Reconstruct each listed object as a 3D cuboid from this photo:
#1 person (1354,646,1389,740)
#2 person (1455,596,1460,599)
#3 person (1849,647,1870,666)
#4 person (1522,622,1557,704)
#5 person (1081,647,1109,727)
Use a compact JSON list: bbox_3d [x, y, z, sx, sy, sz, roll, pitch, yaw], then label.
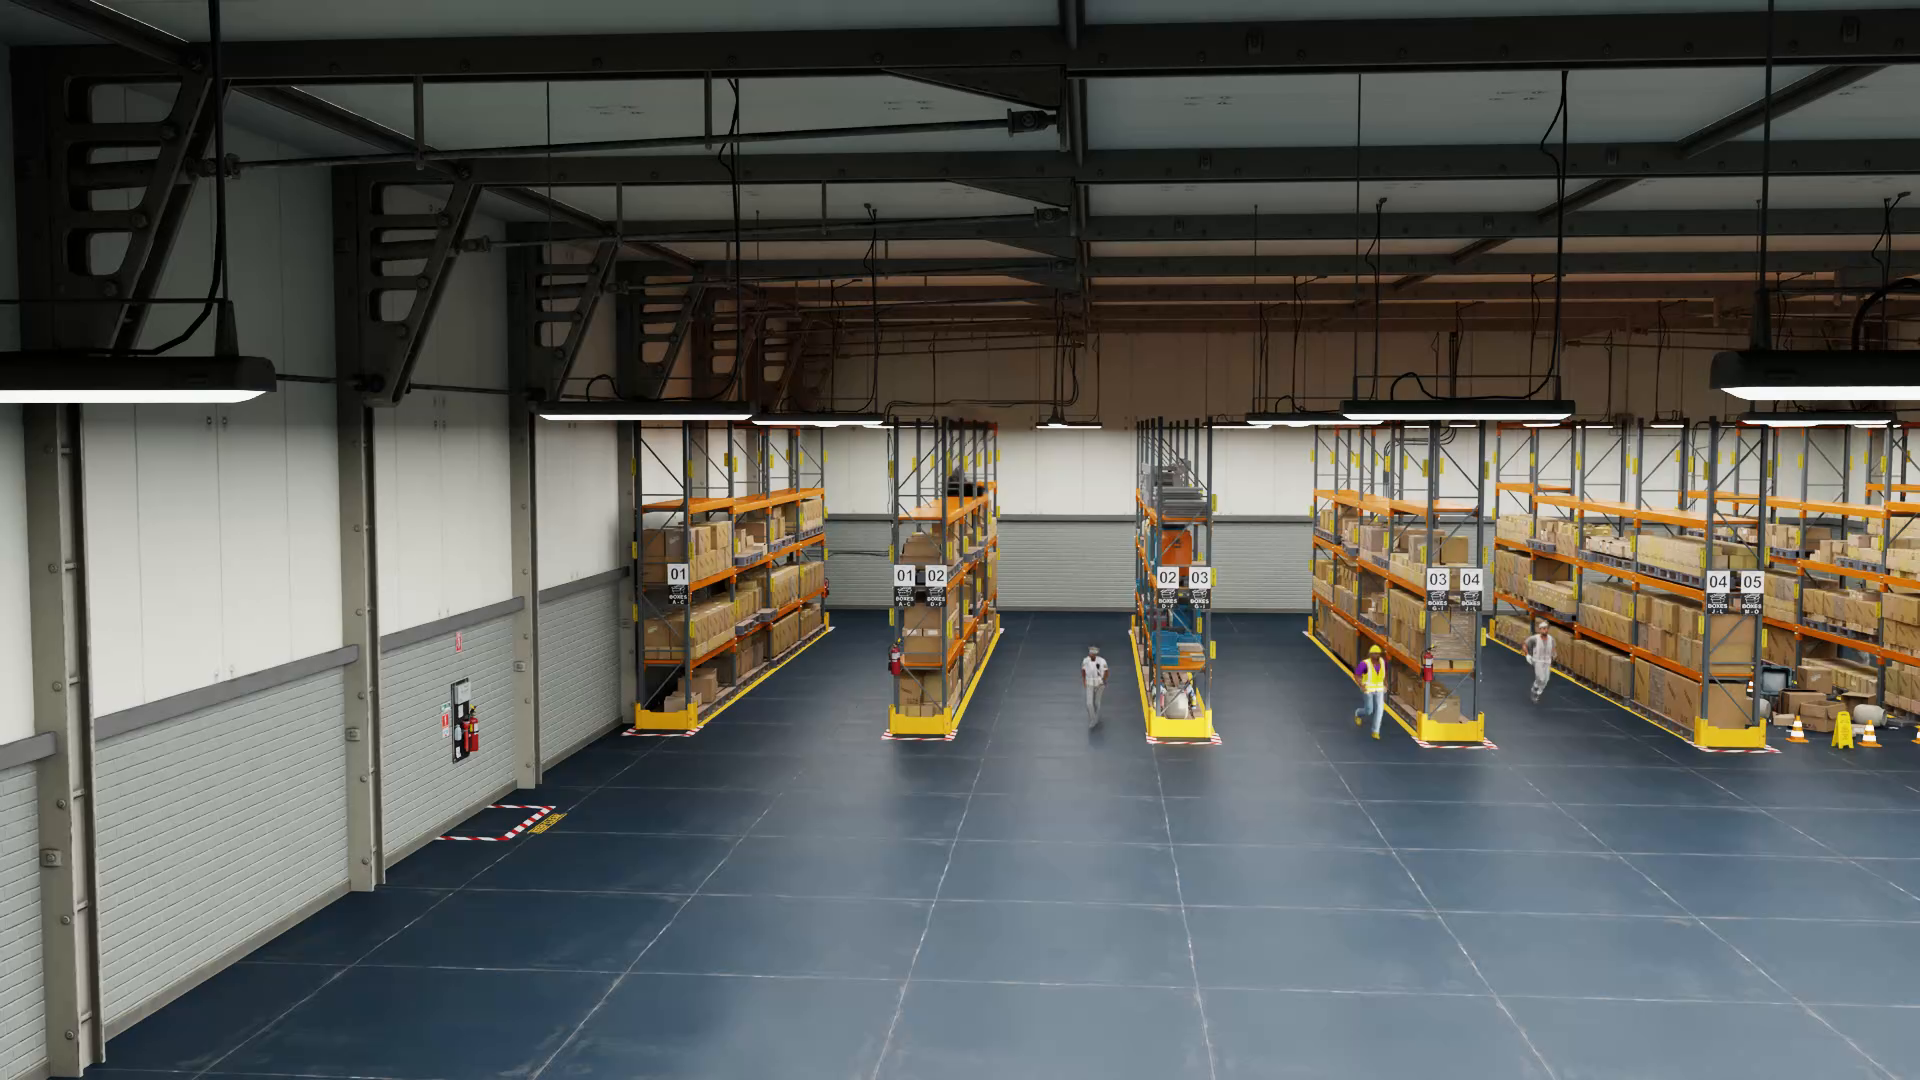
[{"bbox_3d":[7.742,2.830,31.252,0.717,1.734,0.927,-1,4,-14],"label":"person"},{"bbox_3d":[13.785,1.882,46.319,0.640,1.648,0.636,2,4,31],"label":"person"},{"bbox_3d":[21.819,2.222,40.255,0.687,1.738,0.551,0,4,0],"label":"person"},{"bbox_3d":[12.139,2.579,34.654,0.657,1.736,0.622,-1,4,-10],"label":"person"},{"bbox_3d":[2.642,2.837,32.435,0.554,1.619,0.854,1,4,13],"label":"person"}]
